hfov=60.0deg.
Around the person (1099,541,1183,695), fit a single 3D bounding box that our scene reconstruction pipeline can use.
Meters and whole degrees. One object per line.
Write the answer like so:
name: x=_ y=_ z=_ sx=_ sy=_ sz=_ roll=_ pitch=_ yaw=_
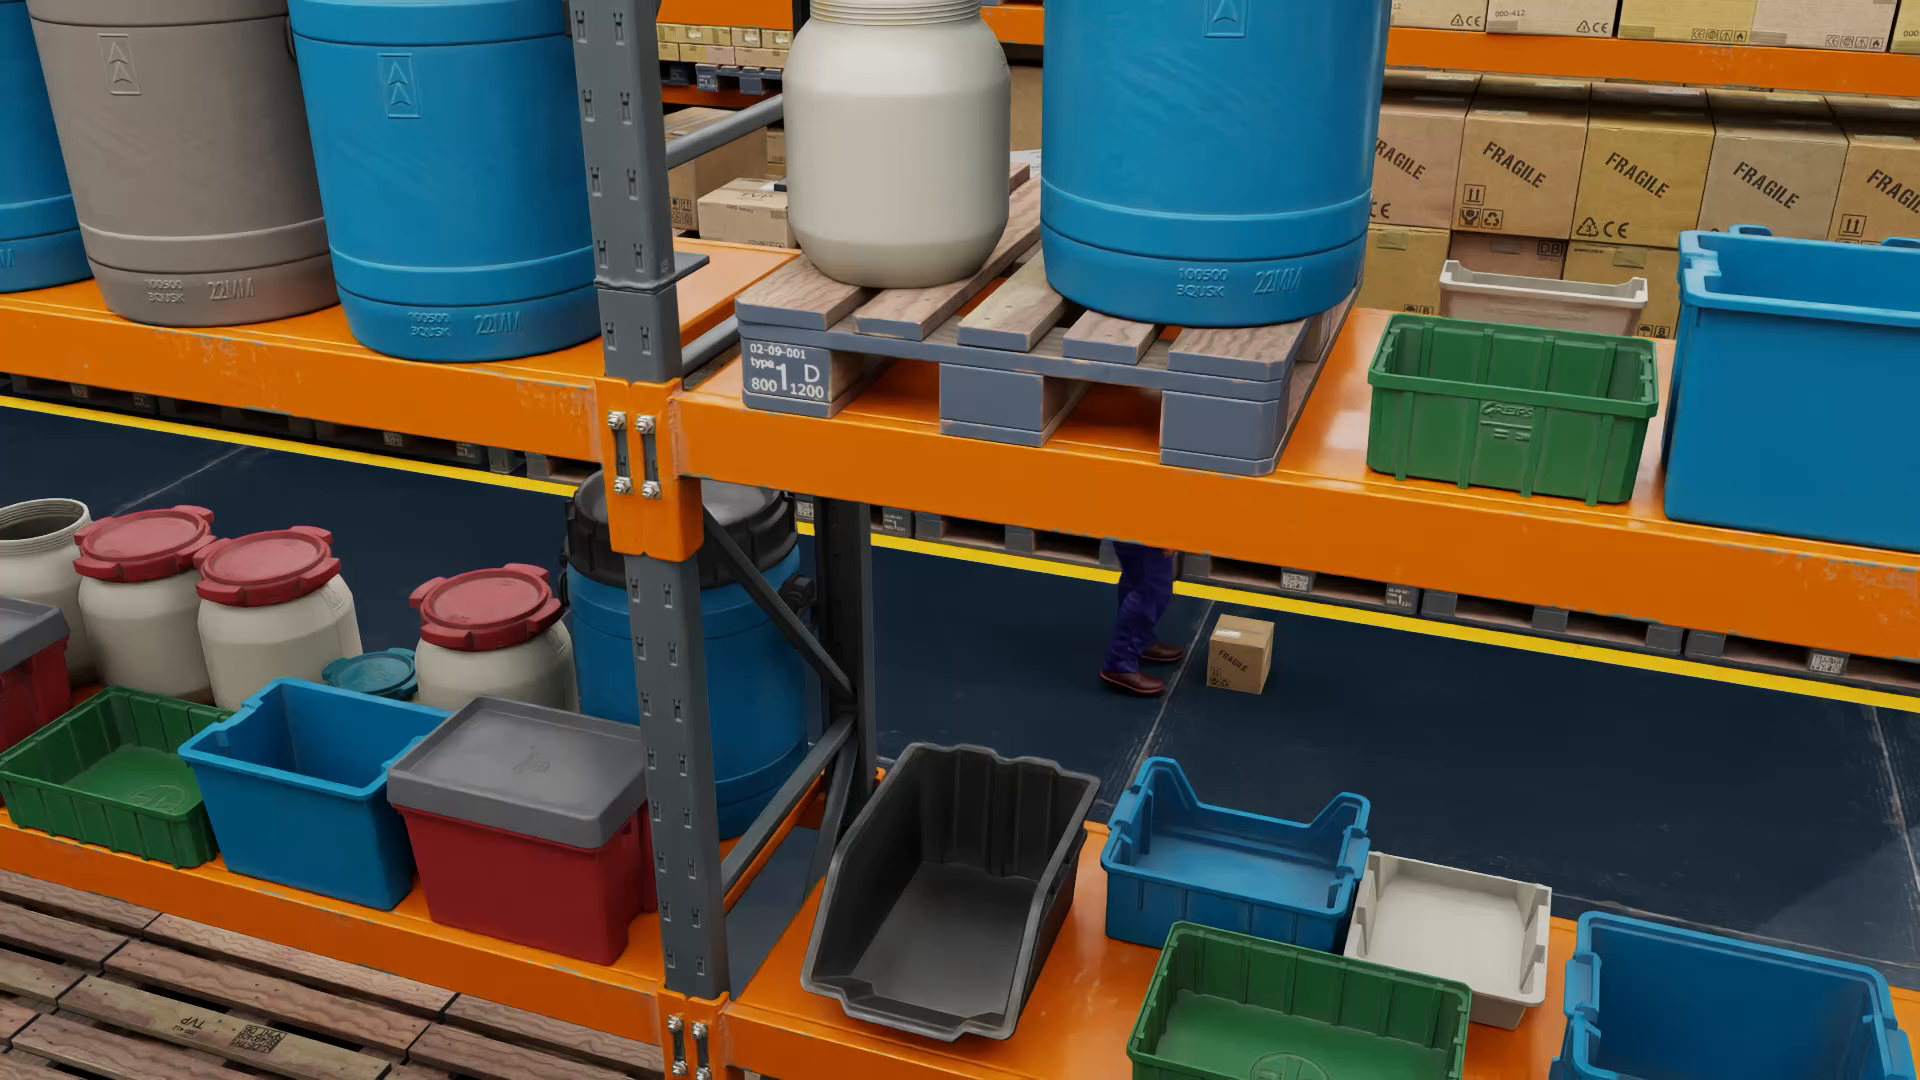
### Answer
person: x=0.832 y=-0.133 z=7.370 sx=0.421 sy=1.659 sz=0.527 roll=2 pitch=26 yaw=3
